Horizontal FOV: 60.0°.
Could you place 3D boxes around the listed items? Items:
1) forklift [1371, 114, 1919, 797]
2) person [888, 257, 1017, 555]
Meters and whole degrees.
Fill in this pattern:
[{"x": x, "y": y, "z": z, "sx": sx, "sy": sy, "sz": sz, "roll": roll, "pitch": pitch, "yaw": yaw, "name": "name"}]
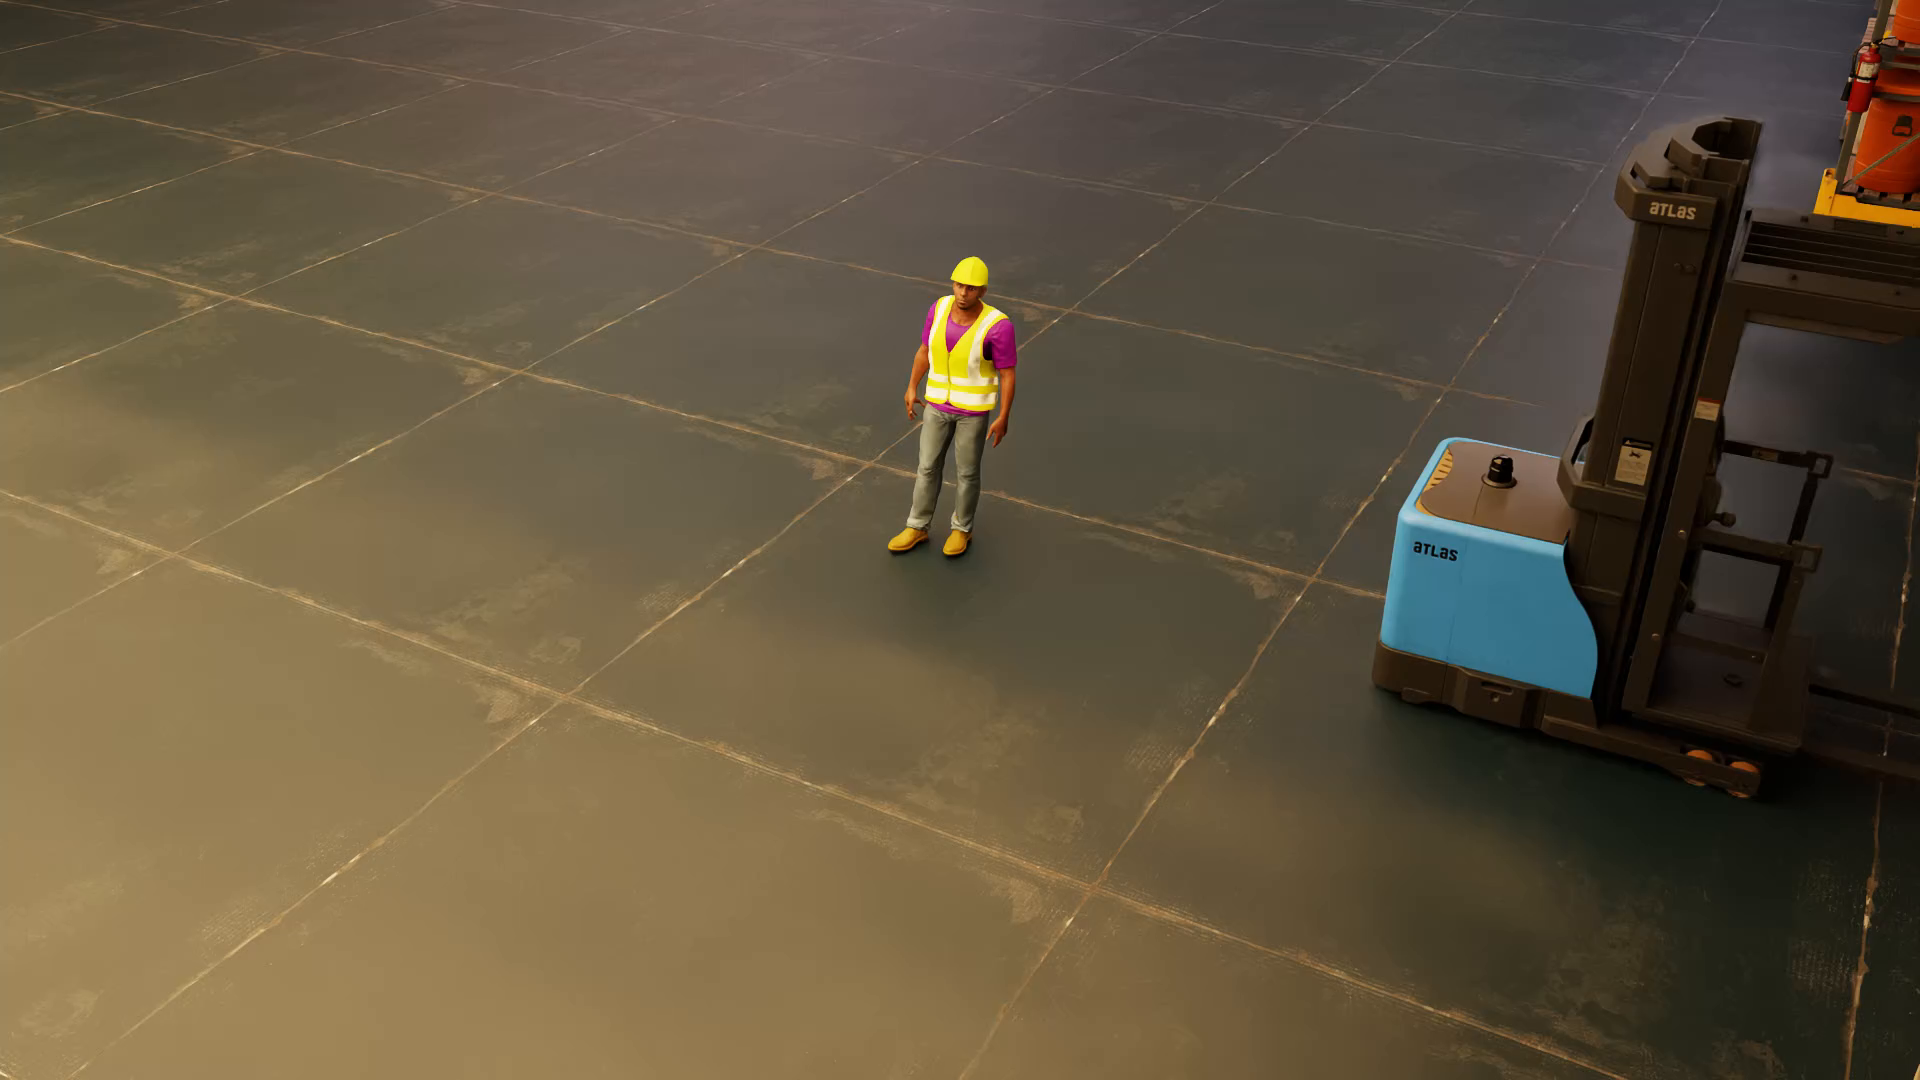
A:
[{"x": 3.684, "y": -0.354, "z": 7.683, "sx": 3.031, "sy": 2.935, "sz": 1.130, "roll": 14, "pitch": 33, "yaw": 23, "name": "forklift"}, {"x": -0.038, "y": -0.741, "z": 9.507, "sx": 0.666, "sy": 1.768, "sz": 0.575, "roll": 15, "pitch": 33, "yaw": 25, "name": "person"}]
